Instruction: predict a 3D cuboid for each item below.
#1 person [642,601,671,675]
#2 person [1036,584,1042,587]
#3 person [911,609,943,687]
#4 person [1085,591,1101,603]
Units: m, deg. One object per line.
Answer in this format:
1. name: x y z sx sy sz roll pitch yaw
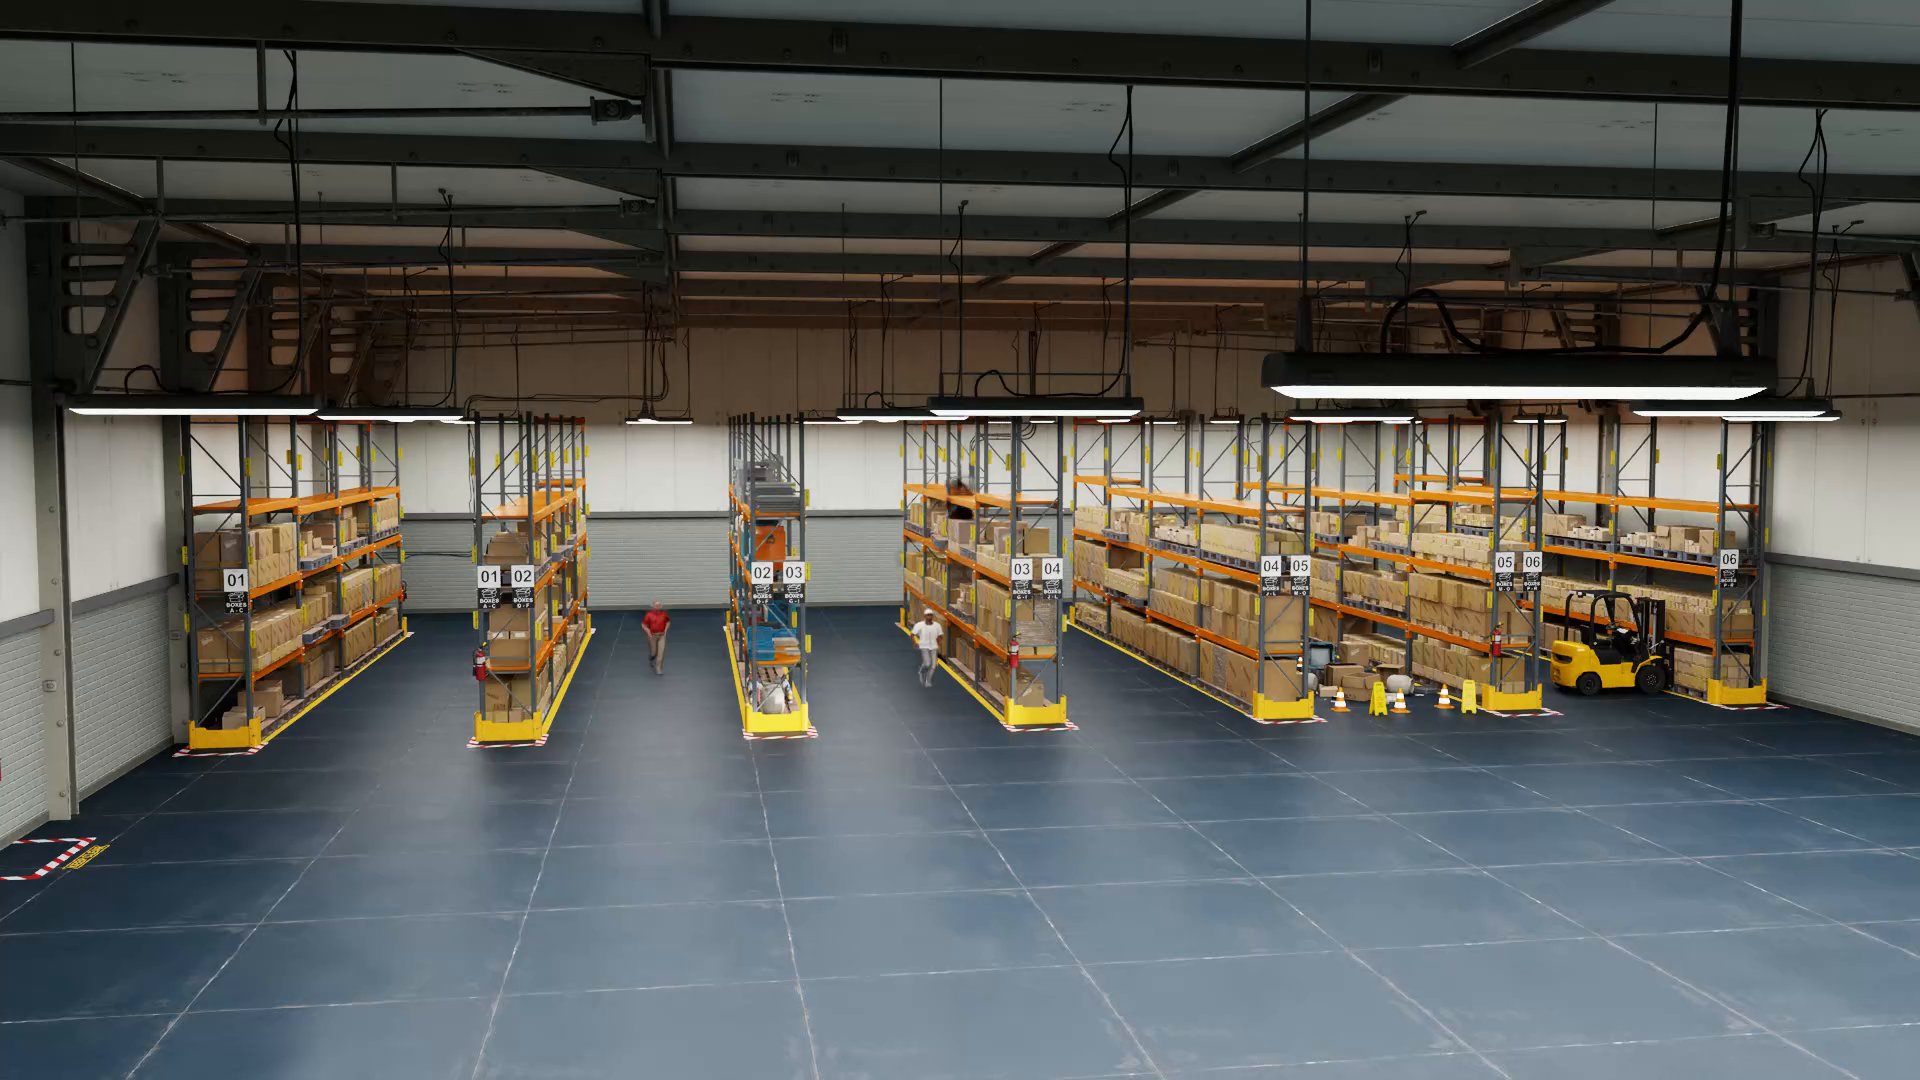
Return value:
1. person: -7.022 2.255 38.549 0.682 1.686 0.788 -2 4 -23
2. person: 2.062 1.683 47.982 0.602 1.570 0.598 1 4 17
3. person: -0.673 2.363 36.139 0.691 1.720 0.590 -1 4 -18
4. person: 4.061 1.454 49.817 0.643 1.736 0.655 -1 4 -14
